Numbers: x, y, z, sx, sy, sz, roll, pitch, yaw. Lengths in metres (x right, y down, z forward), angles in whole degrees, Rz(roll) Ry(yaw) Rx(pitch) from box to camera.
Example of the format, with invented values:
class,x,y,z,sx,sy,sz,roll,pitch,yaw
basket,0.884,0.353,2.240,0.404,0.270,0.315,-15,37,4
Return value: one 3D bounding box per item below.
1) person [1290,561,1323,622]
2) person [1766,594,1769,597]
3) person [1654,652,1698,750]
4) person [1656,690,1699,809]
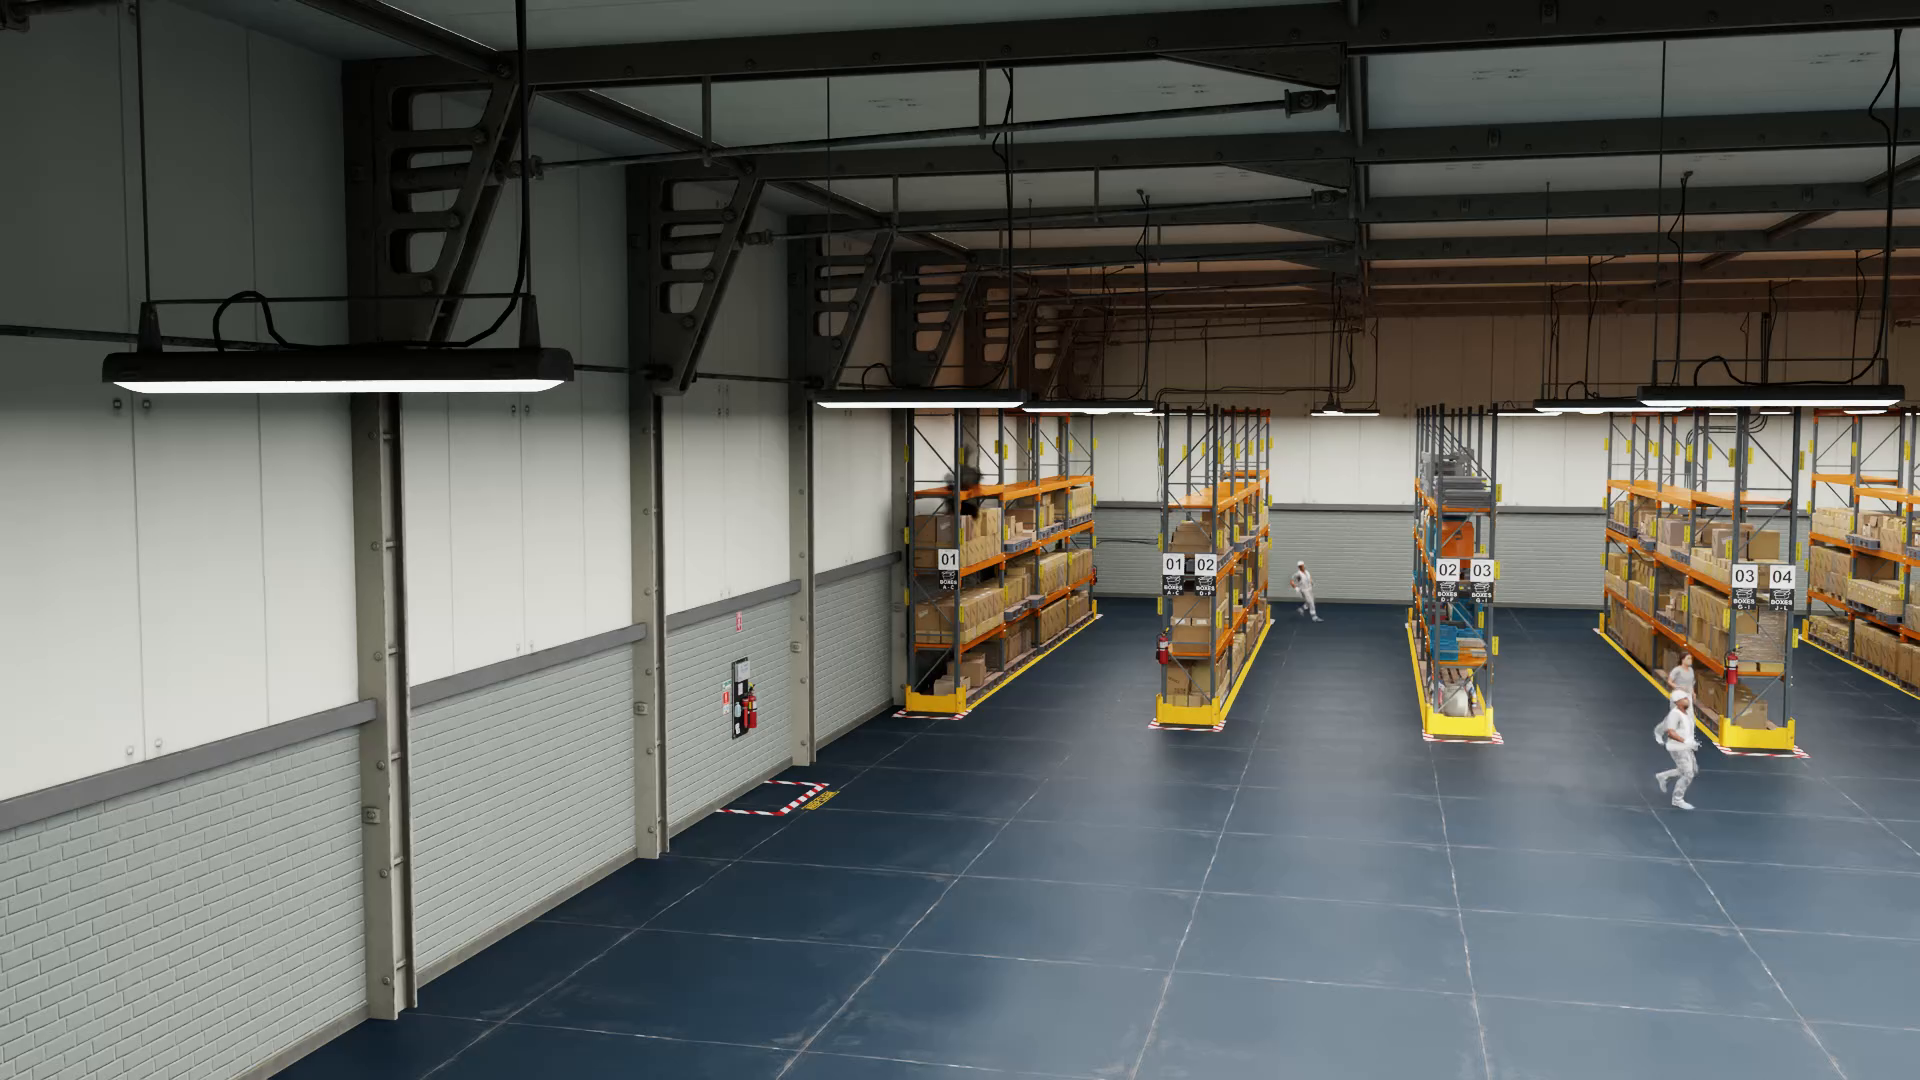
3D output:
class,x,y,z,sx,sy,sz,roll,pitch,yaw
person,9.749,1.458,46.830,0.716,1.730,0.861,-4,6,-44
person,20.471,1.820,41.578,0.709,1.740,0.804,1,4,9
person,12.574,2.764,28.959,0.613,1.662,0.887,-2,5,-29
person,10.600,3.076,24.551,0.627,1.736,0.718,3,5,34
